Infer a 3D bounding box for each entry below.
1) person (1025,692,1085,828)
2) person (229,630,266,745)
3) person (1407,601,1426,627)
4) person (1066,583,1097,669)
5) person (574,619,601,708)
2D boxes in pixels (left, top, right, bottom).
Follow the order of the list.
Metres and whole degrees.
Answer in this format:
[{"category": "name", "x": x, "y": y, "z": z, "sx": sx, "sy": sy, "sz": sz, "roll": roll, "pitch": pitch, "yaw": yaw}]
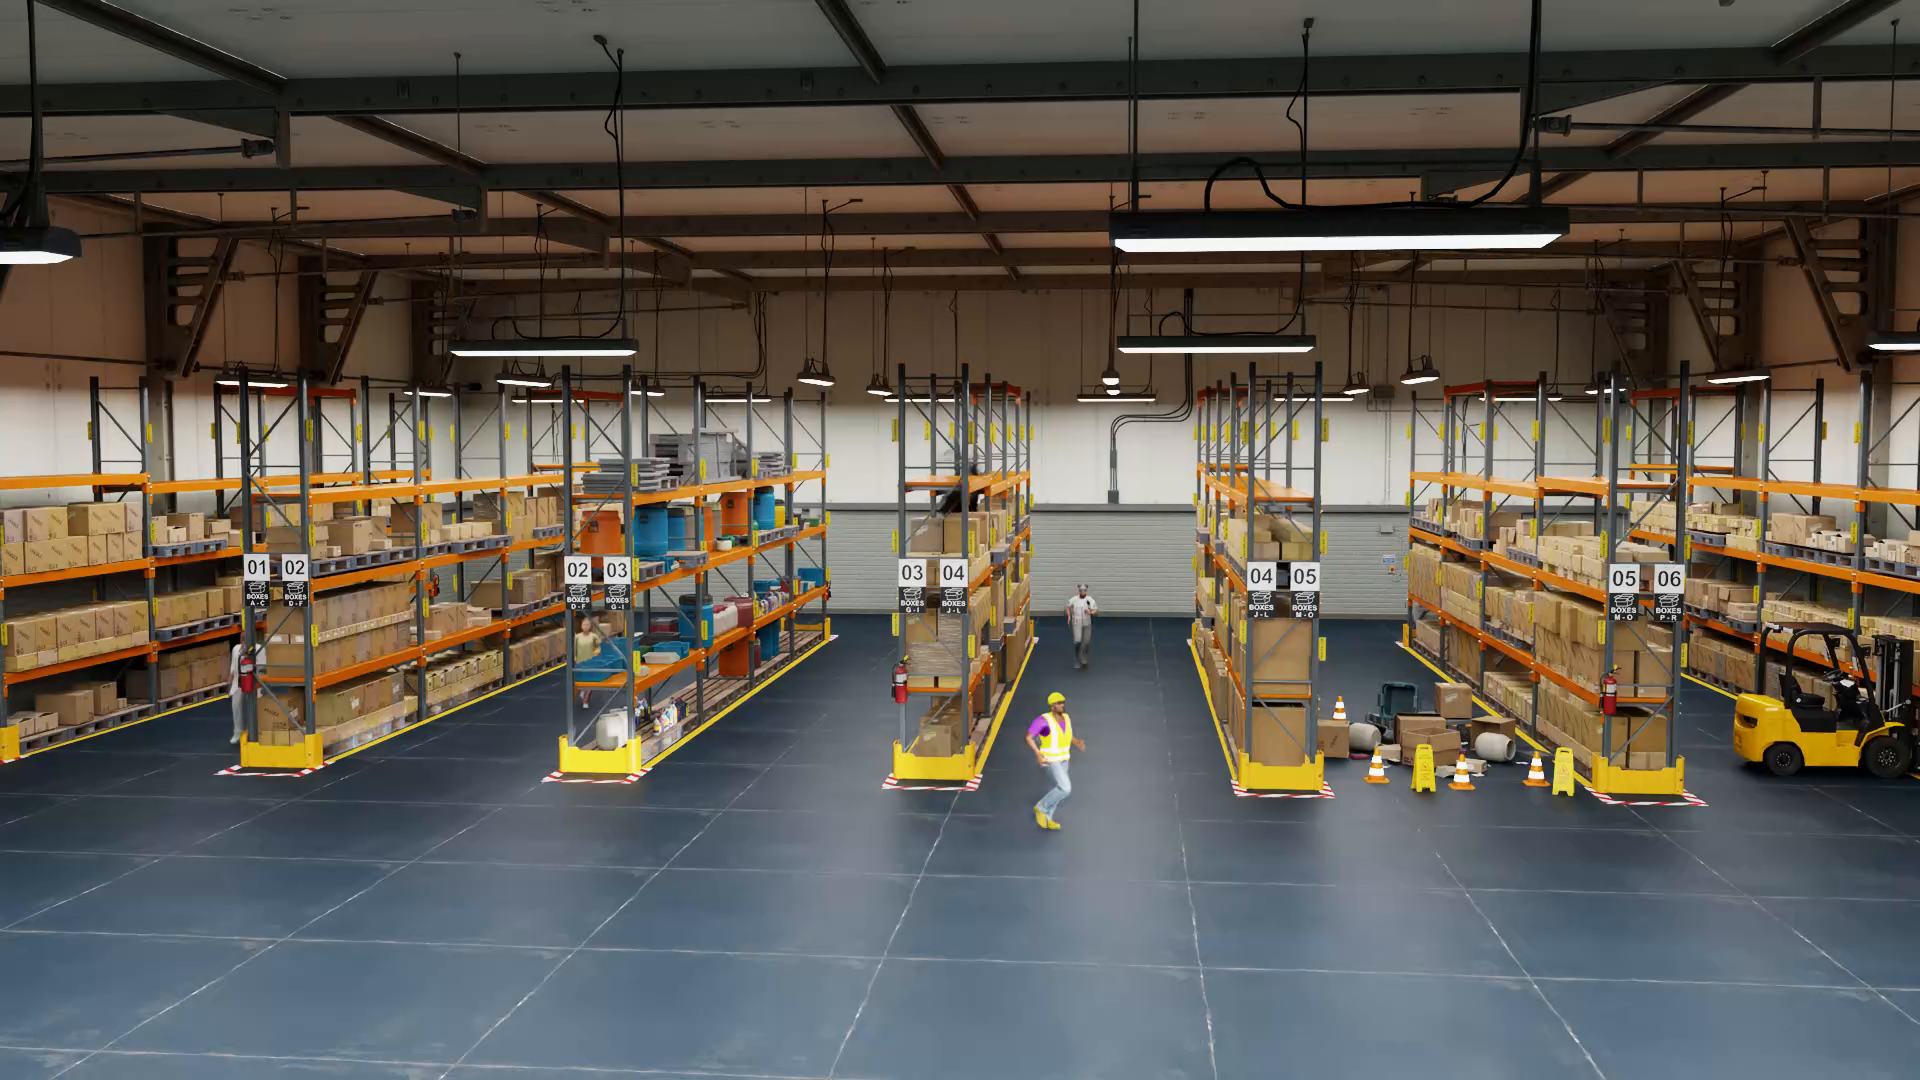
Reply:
[{"category": "person", "x": 1.253, "y": 2.783, "z": 20.978, "sx": 0.600, "sy": 1.729, "sz": 0.677, "roll": 3, "pitch": 5, "yaw": 41}, {"category": "person", "x": -11.633, "y": 2.366, "z": 27.142, "sx": 0.694, "sy": 1.822, "sz": 0.876, "roll": 0, "pitch": 4, "yaw": 4}, {"category": "person", "x": 11.095, "y": 1.606, "z": 40.329, "sx": 0.509, "sy": 1.635, "sz": 0.672, "roll": 1, "pitch": 4, "yaw": 11}, {"category": "person", "x": 2.611, "y": 1.846, "z": 35.568, "sx": 0.631, "sy": 1.852, "sz": 0.760, "roll": 0, "pitch": 4, "yaw": -2}, {"category": "person", "x": -6.817, "y": 2.251, "z": 30.333, "sx": 0.580, "sy": 1.612, "sz": 0.558, "roll": -1, "pitch": 4, "yaw": -11}]
